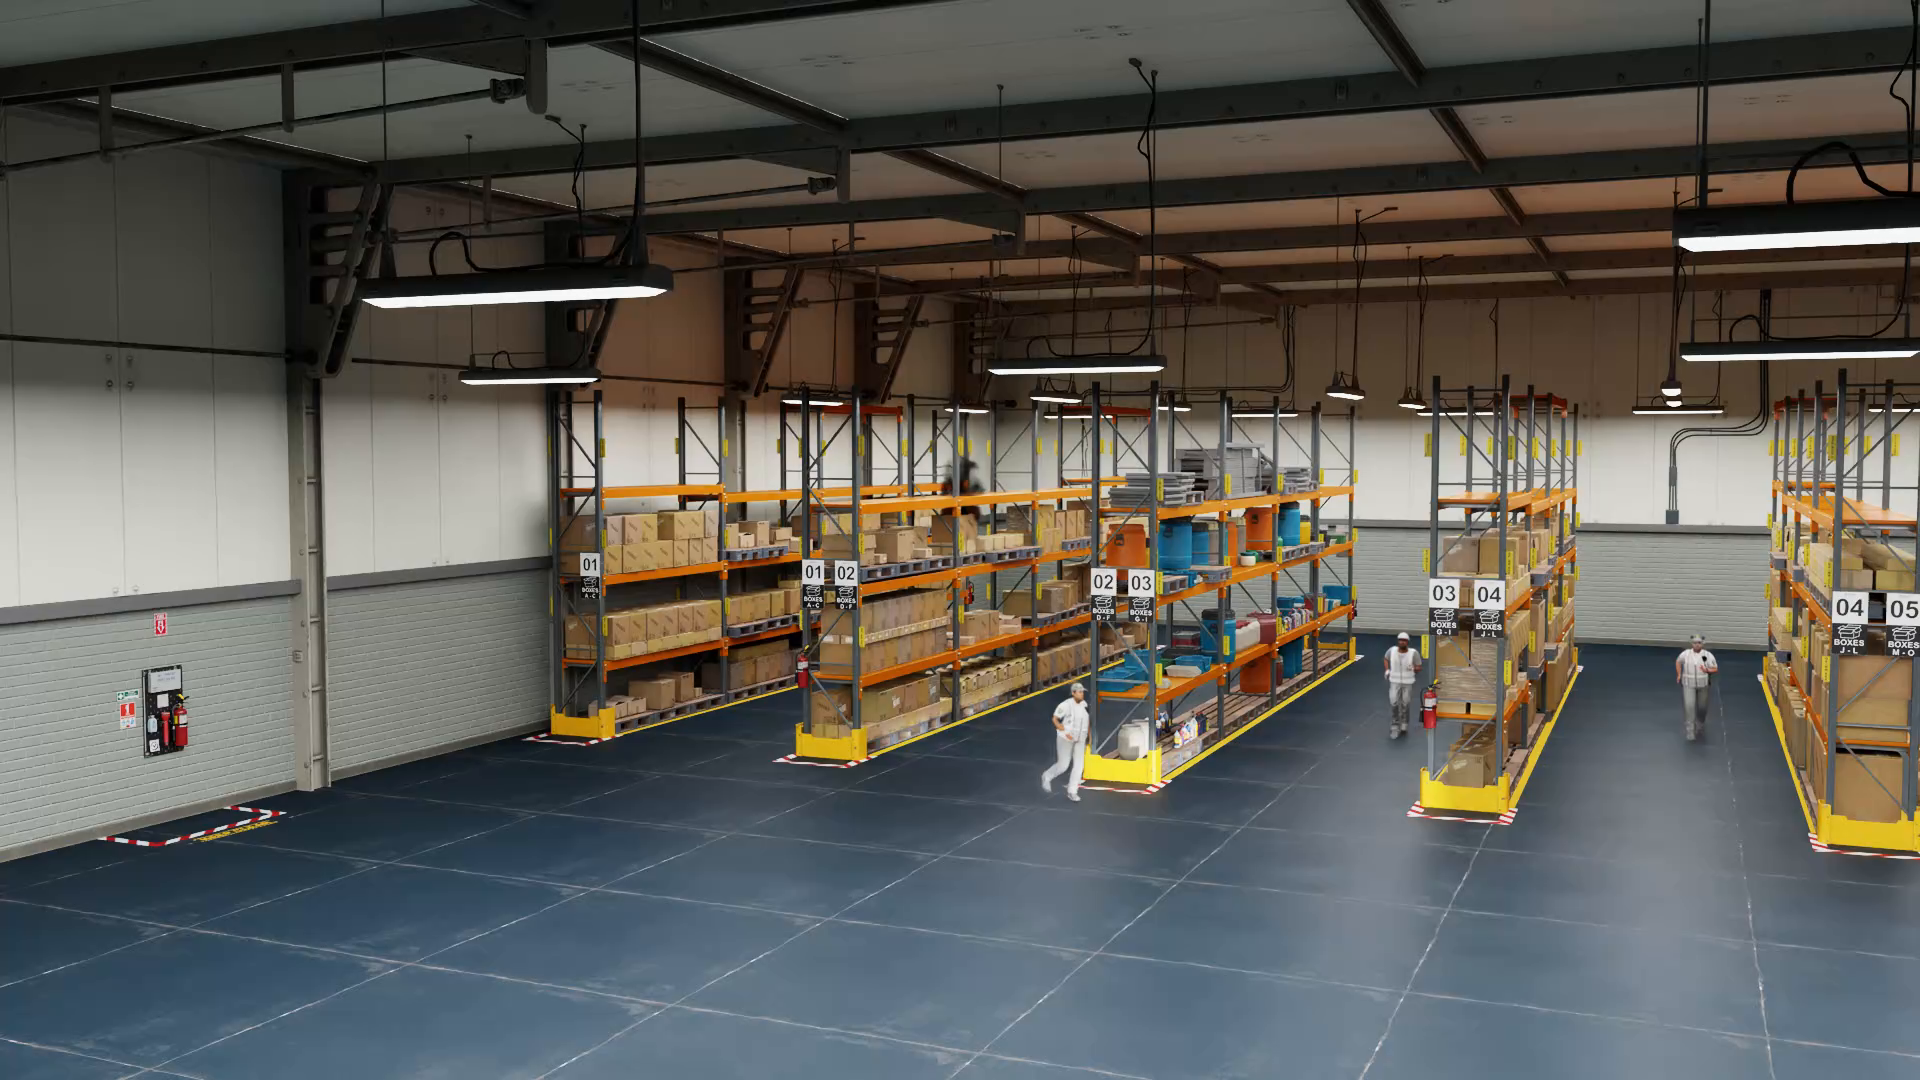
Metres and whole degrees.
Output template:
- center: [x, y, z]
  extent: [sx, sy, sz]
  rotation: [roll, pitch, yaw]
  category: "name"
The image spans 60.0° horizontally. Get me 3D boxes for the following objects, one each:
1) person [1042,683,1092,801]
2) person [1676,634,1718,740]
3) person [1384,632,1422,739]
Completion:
- center: [1.623, 2.870, 23.892]
  extent: [0.683, 1.633, 0.748]
  rotation: [-2, 4, -32]
  category: "person"
- center: [12.713, 2.507, 28.714]
  extent: [0.662, 1.767, 0.976]
  rotation: [1, 3, 22]
  category: "person"
- center: [7.680, 2.519, 28.874]
  extent: [0.659, 1.848, 0.803]
  rotation: [1, 3, 17]
  category: "person"
